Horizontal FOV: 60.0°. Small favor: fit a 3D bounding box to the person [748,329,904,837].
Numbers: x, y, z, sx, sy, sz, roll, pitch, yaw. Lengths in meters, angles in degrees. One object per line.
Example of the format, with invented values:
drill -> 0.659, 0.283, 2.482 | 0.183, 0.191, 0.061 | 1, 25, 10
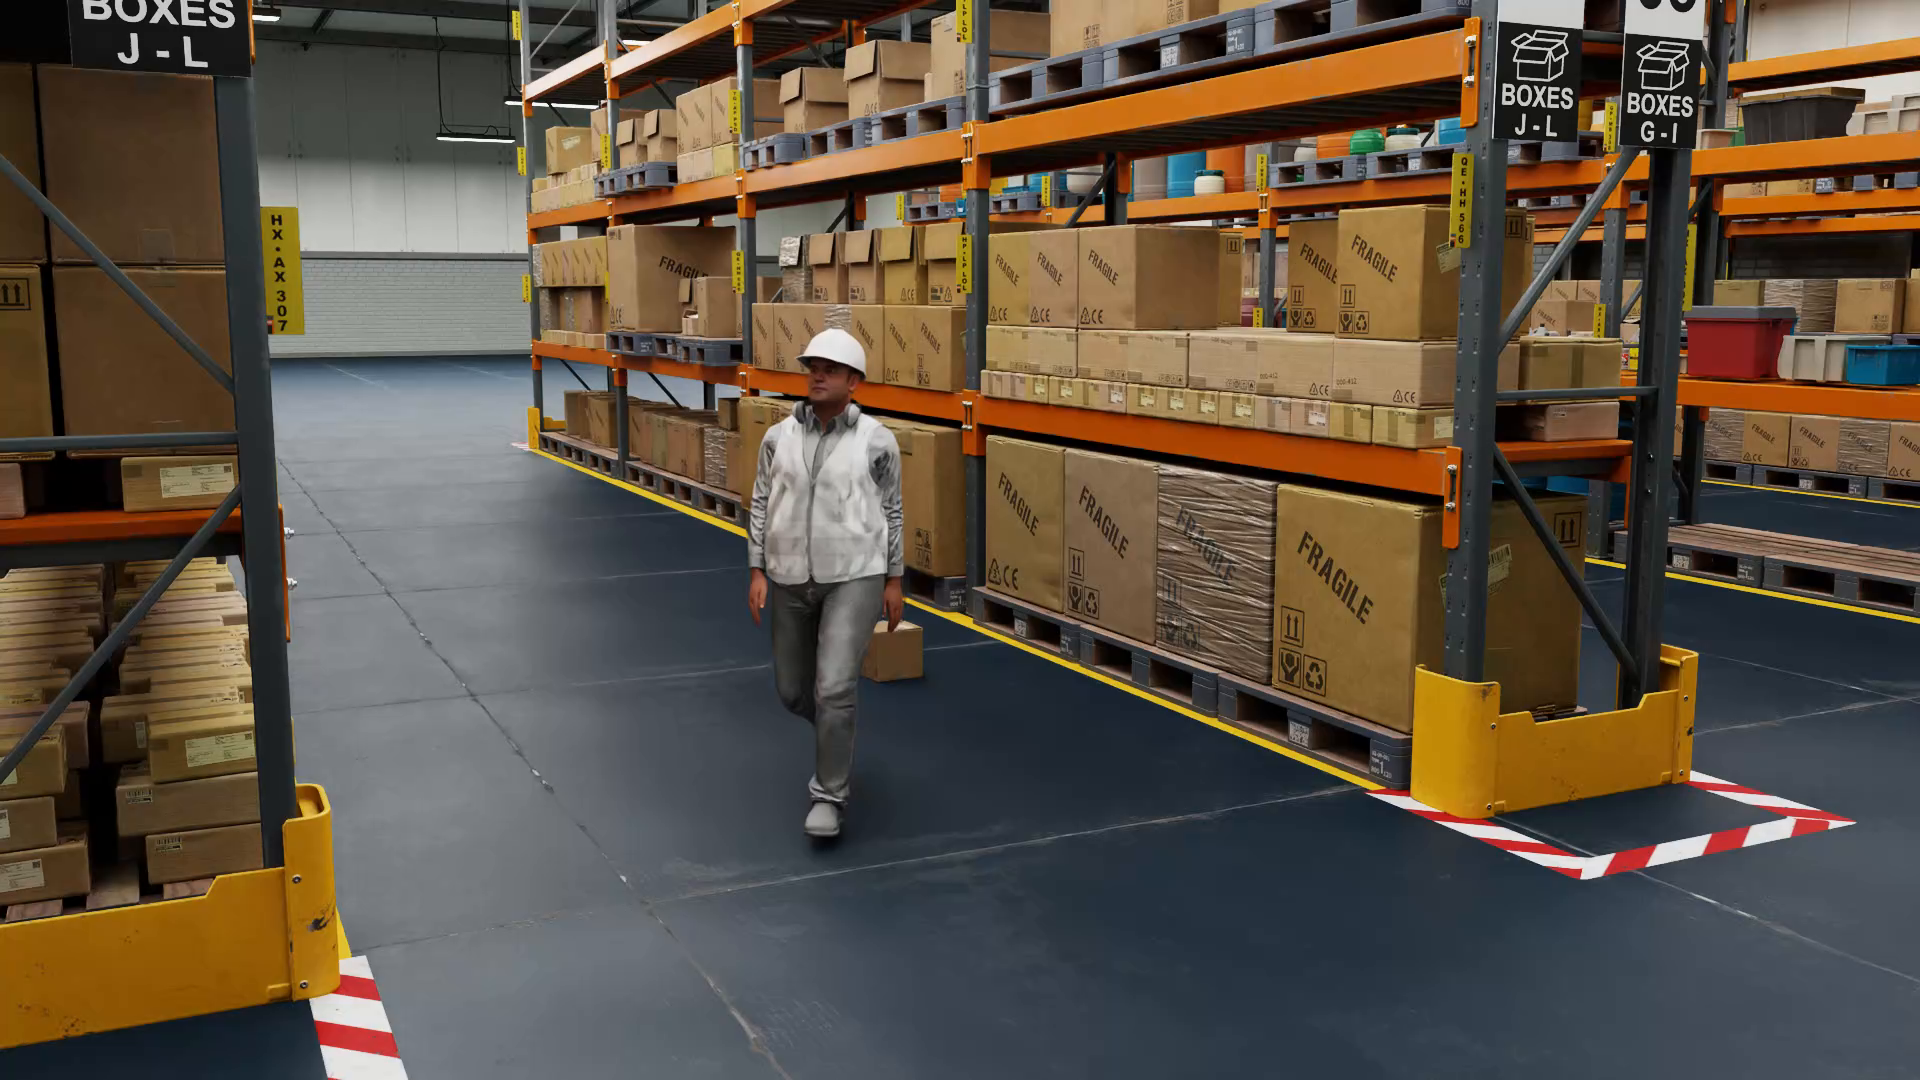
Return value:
person -> -0.481, 0.119, 5.949 | 0.550, 1.735, 0.898 | 2, 9, 14
